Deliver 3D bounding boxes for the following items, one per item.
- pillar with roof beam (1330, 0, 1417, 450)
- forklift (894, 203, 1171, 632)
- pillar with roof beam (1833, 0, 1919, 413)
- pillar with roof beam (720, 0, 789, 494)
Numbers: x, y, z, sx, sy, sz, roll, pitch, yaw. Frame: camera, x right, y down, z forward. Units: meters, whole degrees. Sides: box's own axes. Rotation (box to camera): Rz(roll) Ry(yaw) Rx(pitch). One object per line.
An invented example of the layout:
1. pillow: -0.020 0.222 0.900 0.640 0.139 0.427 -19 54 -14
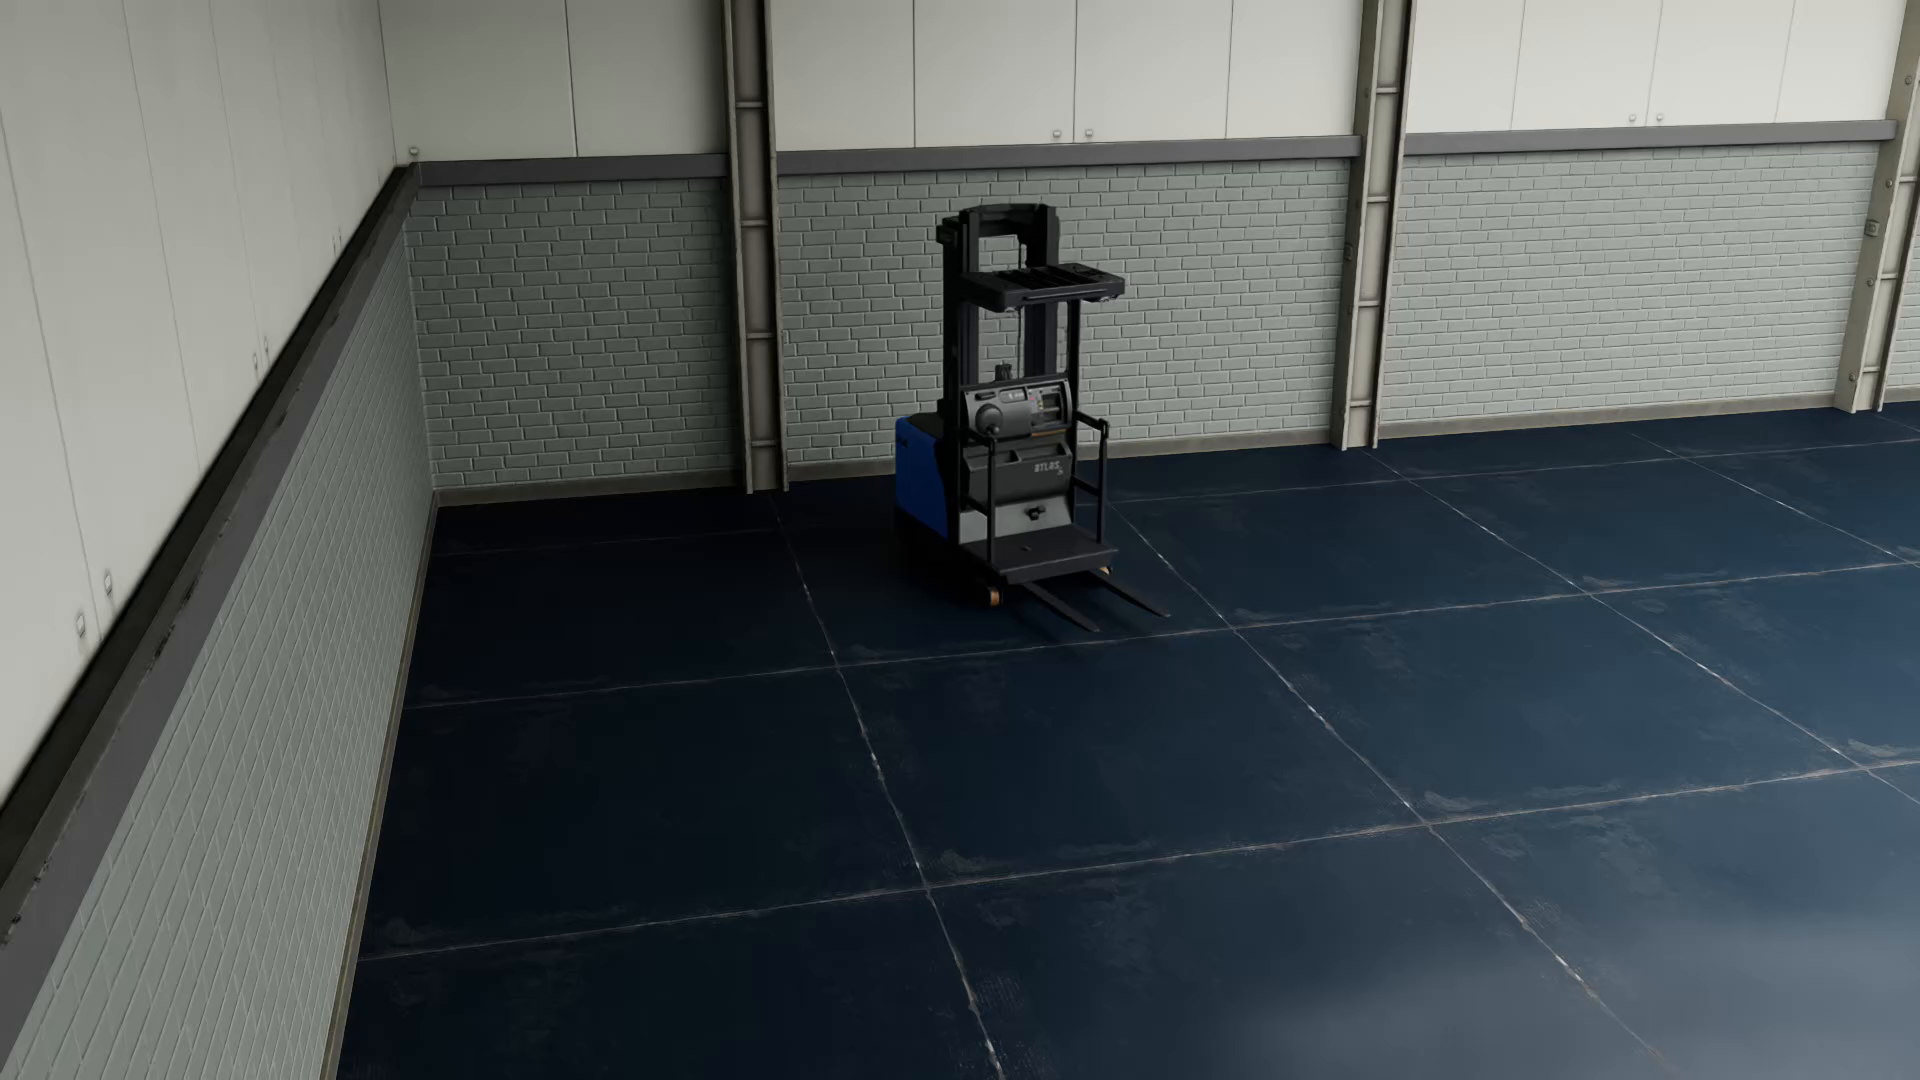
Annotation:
1. pillar with roof beam: 4.998 -3.756 11.486 0.400 9.000 9.100 -5 21 -12
2. forklift: 0.557 -1.028 12.859 1.130 2.935 3.031 -10 22 -25
3. pillar with roof beam: 10.837 -4.231 12.783 0.400 9.000 9.100 -5 21 -12
4. pillar with roof beam: -0.841 -3.281 10.190 0.400 9.000 9.100 -5 21 -12
